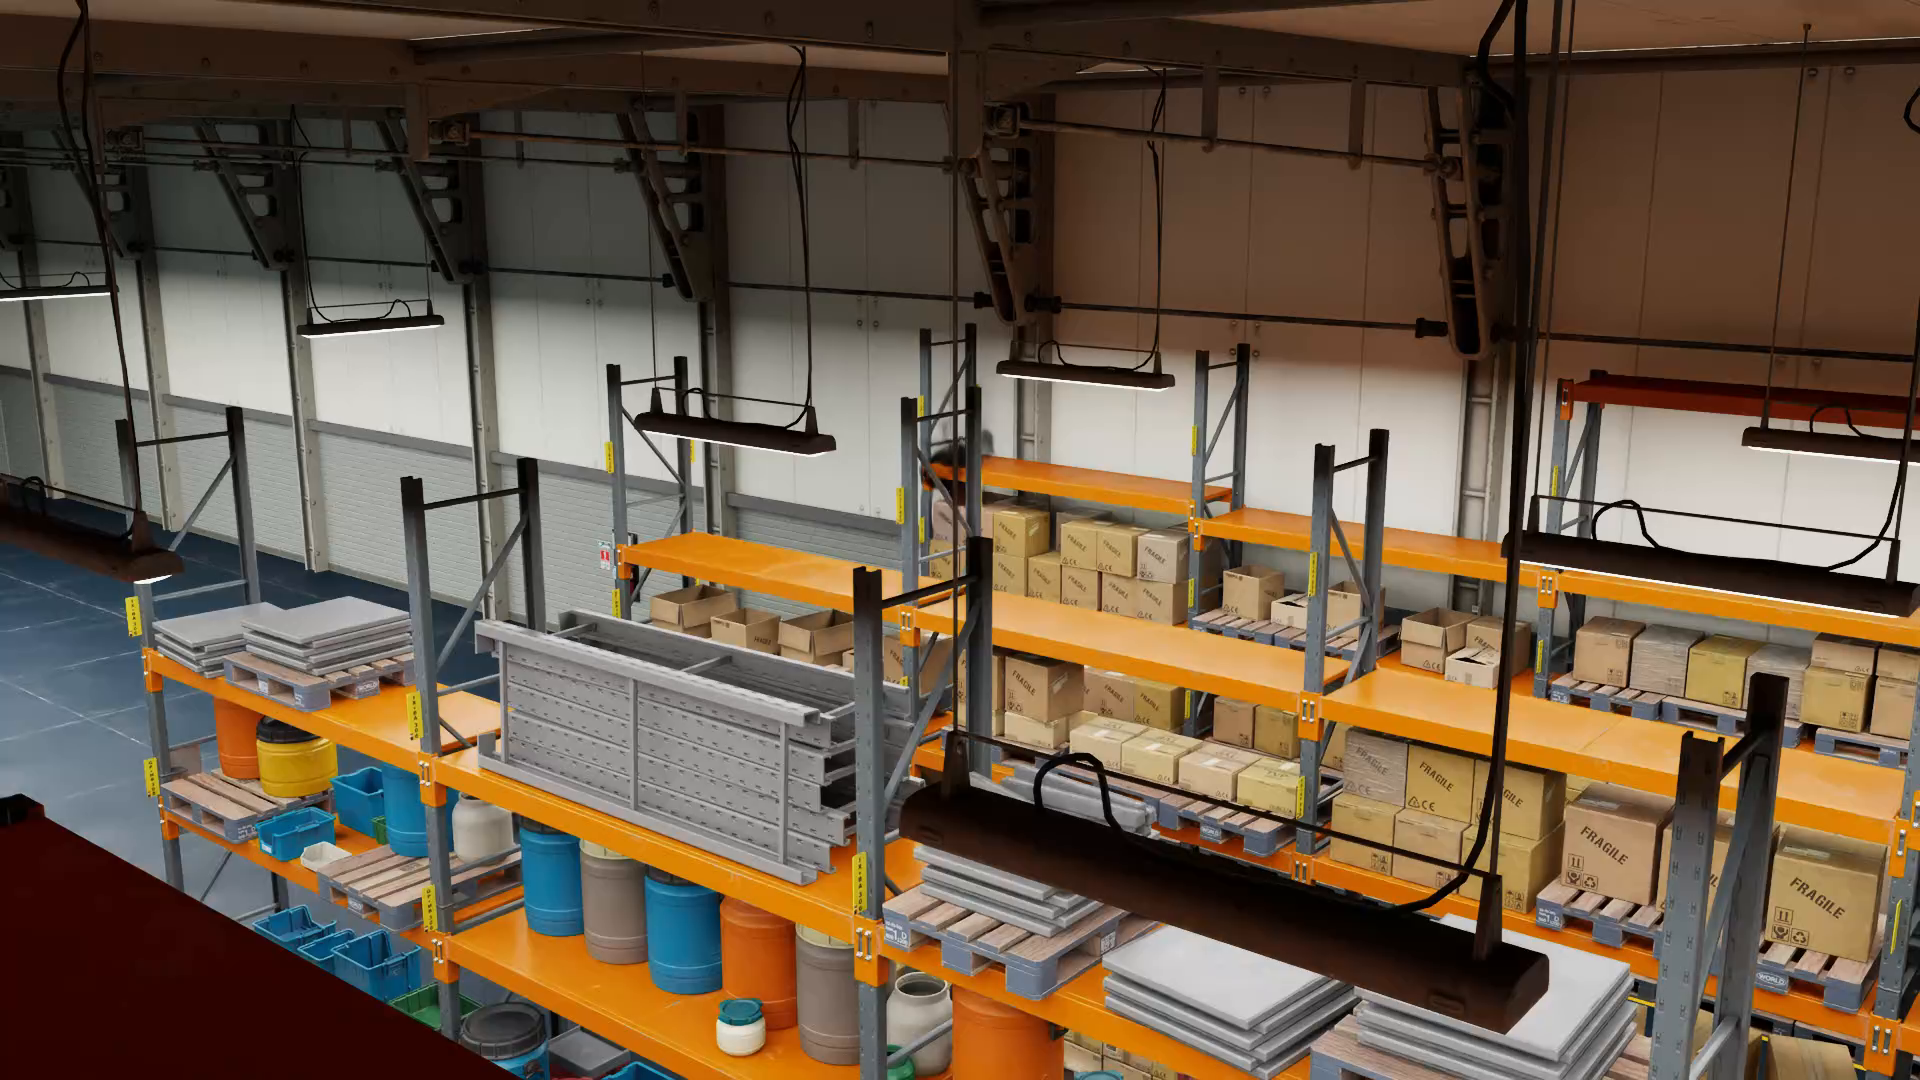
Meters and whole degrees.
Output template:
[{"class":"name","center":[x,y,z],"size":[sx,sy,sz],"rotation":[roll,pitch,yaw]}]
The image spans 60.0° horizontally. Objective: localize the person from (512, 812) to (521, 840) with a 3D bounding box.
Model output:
[{"class":"person","center":[-5.037,2.974,19.240],"size":[0.612,1.674,0.647],"rotation":[-6,14,-27]}]
